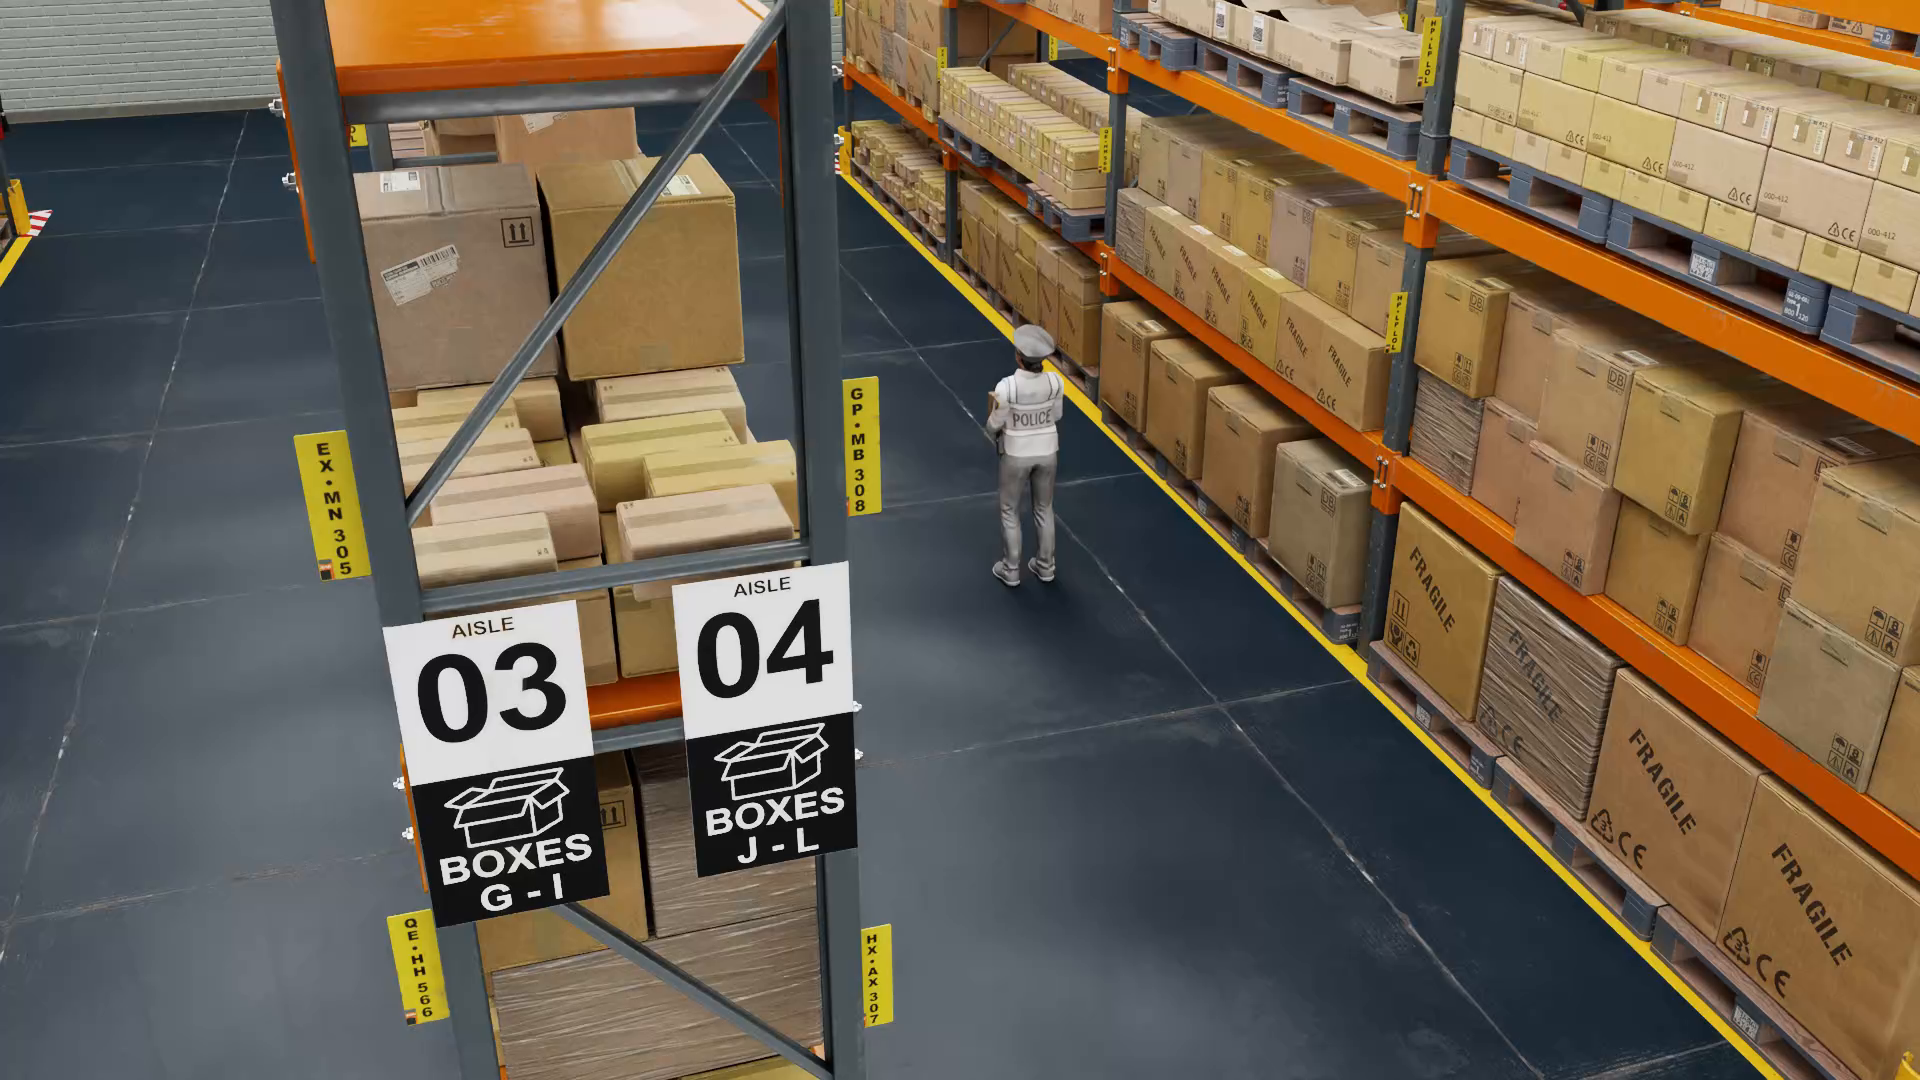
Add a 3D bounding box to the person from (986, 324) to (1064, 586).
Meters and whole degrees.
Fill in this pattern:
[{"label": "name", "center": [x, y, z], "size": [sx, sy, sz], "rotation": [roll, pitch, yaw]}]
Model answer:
[{"label": "person", "center": [0.390, -0.543, 10.175], "size": [0.460, 1.686, 0.564], "rotation": [-8, 28, -16]}]
